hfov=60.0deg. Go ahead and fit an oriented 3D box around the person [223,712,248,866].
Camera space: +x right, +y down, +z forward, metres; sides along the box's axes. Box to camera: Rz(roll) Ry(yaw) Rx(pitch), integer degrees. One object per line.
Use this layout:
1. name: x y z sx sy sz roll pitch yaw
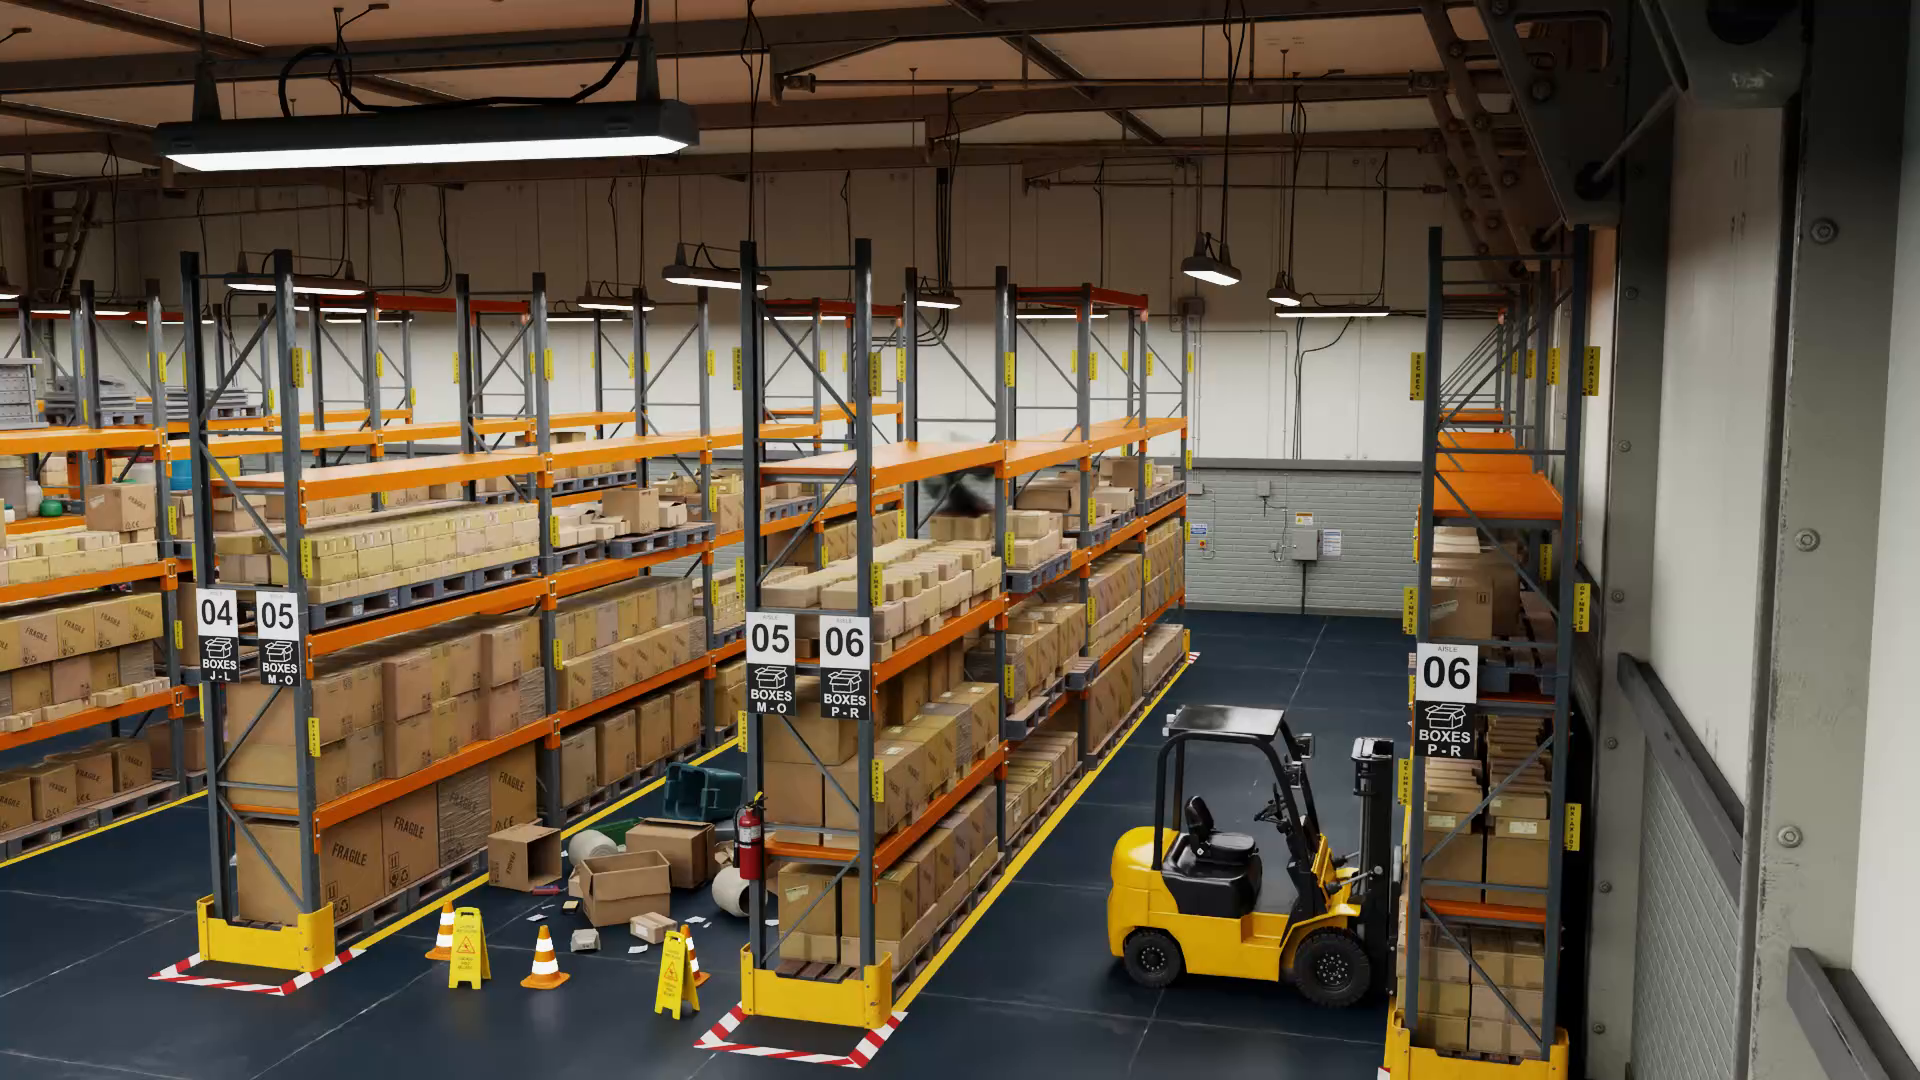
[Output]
1. person: -7.308 2.486 17.072 0.539 1.596 0.674 1 7 10
